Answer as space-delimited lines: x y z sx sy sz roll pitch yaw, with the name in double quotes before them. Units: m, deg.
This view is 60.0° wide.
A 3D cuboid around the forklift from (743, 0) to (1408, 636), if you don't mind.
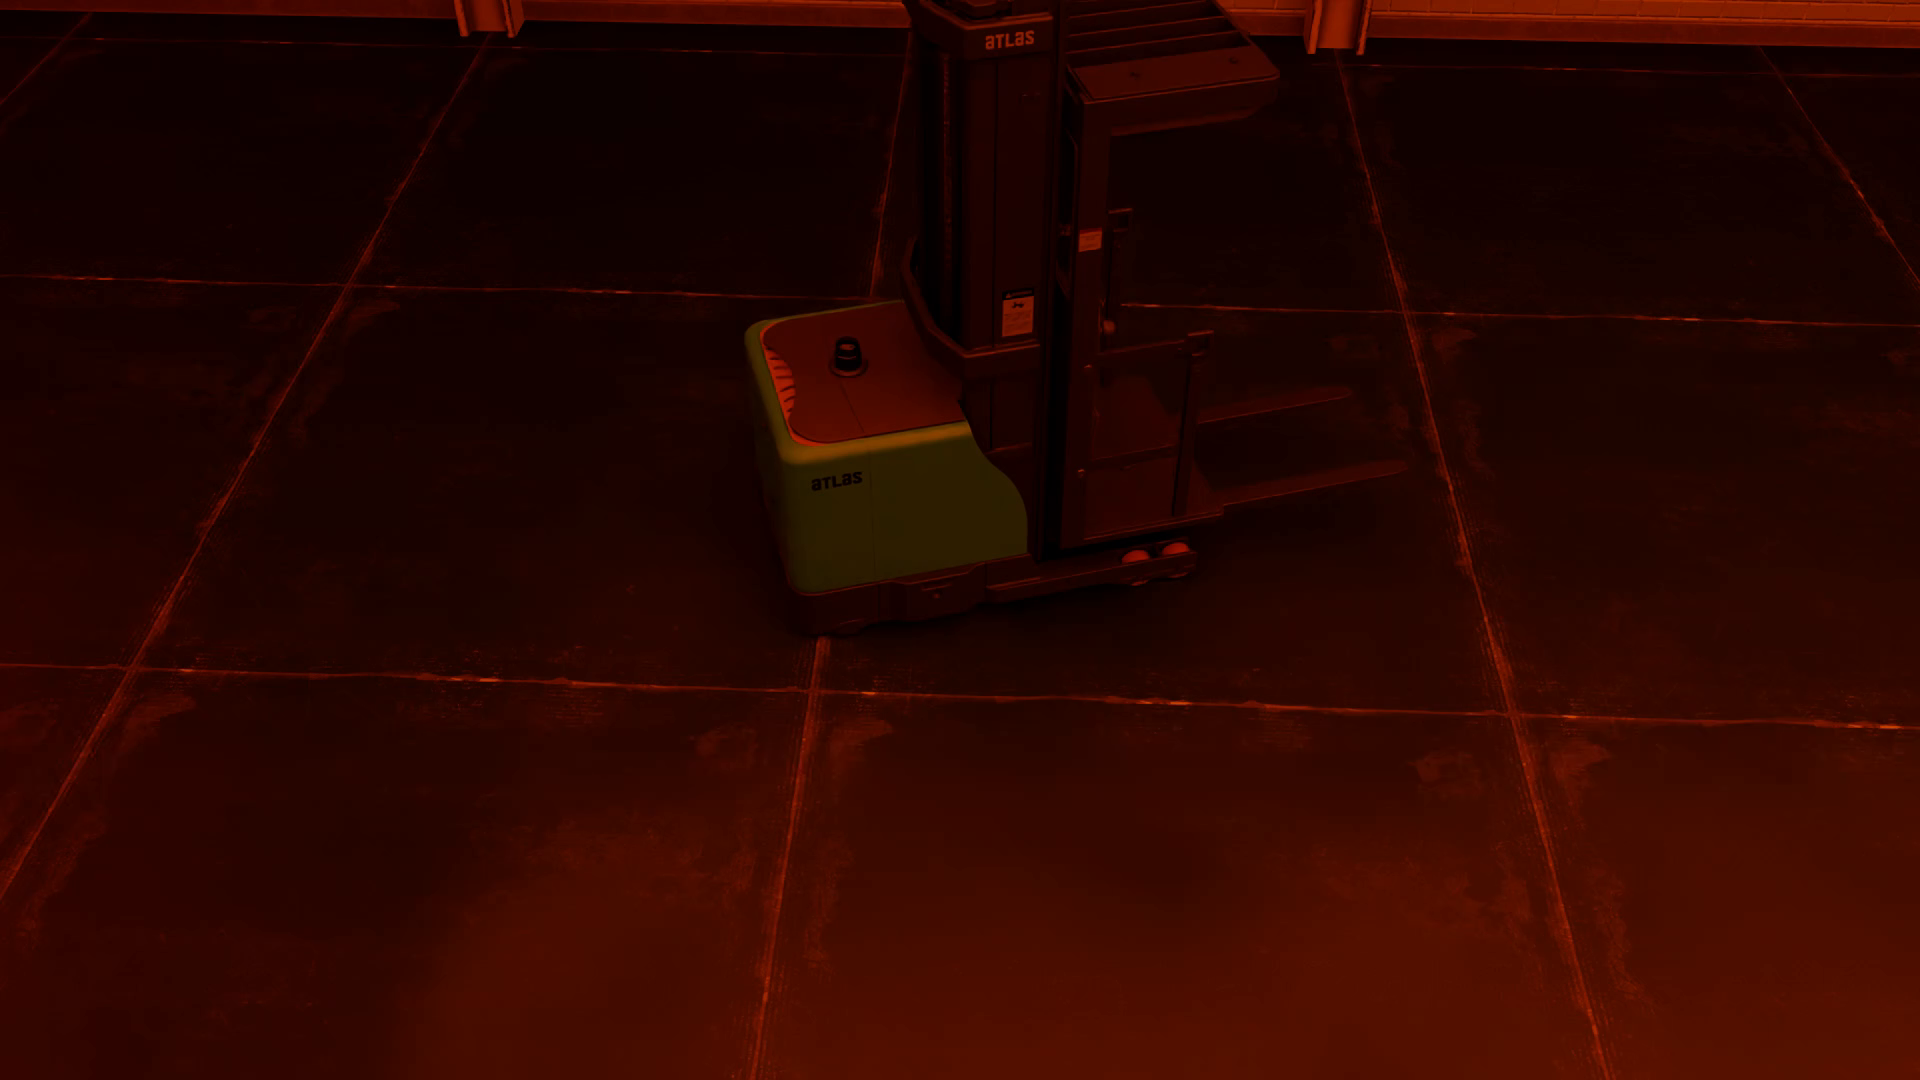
"forklift" 0.599 -1.207 7.064 3.031 2.935 1.130 -10 43 -11
